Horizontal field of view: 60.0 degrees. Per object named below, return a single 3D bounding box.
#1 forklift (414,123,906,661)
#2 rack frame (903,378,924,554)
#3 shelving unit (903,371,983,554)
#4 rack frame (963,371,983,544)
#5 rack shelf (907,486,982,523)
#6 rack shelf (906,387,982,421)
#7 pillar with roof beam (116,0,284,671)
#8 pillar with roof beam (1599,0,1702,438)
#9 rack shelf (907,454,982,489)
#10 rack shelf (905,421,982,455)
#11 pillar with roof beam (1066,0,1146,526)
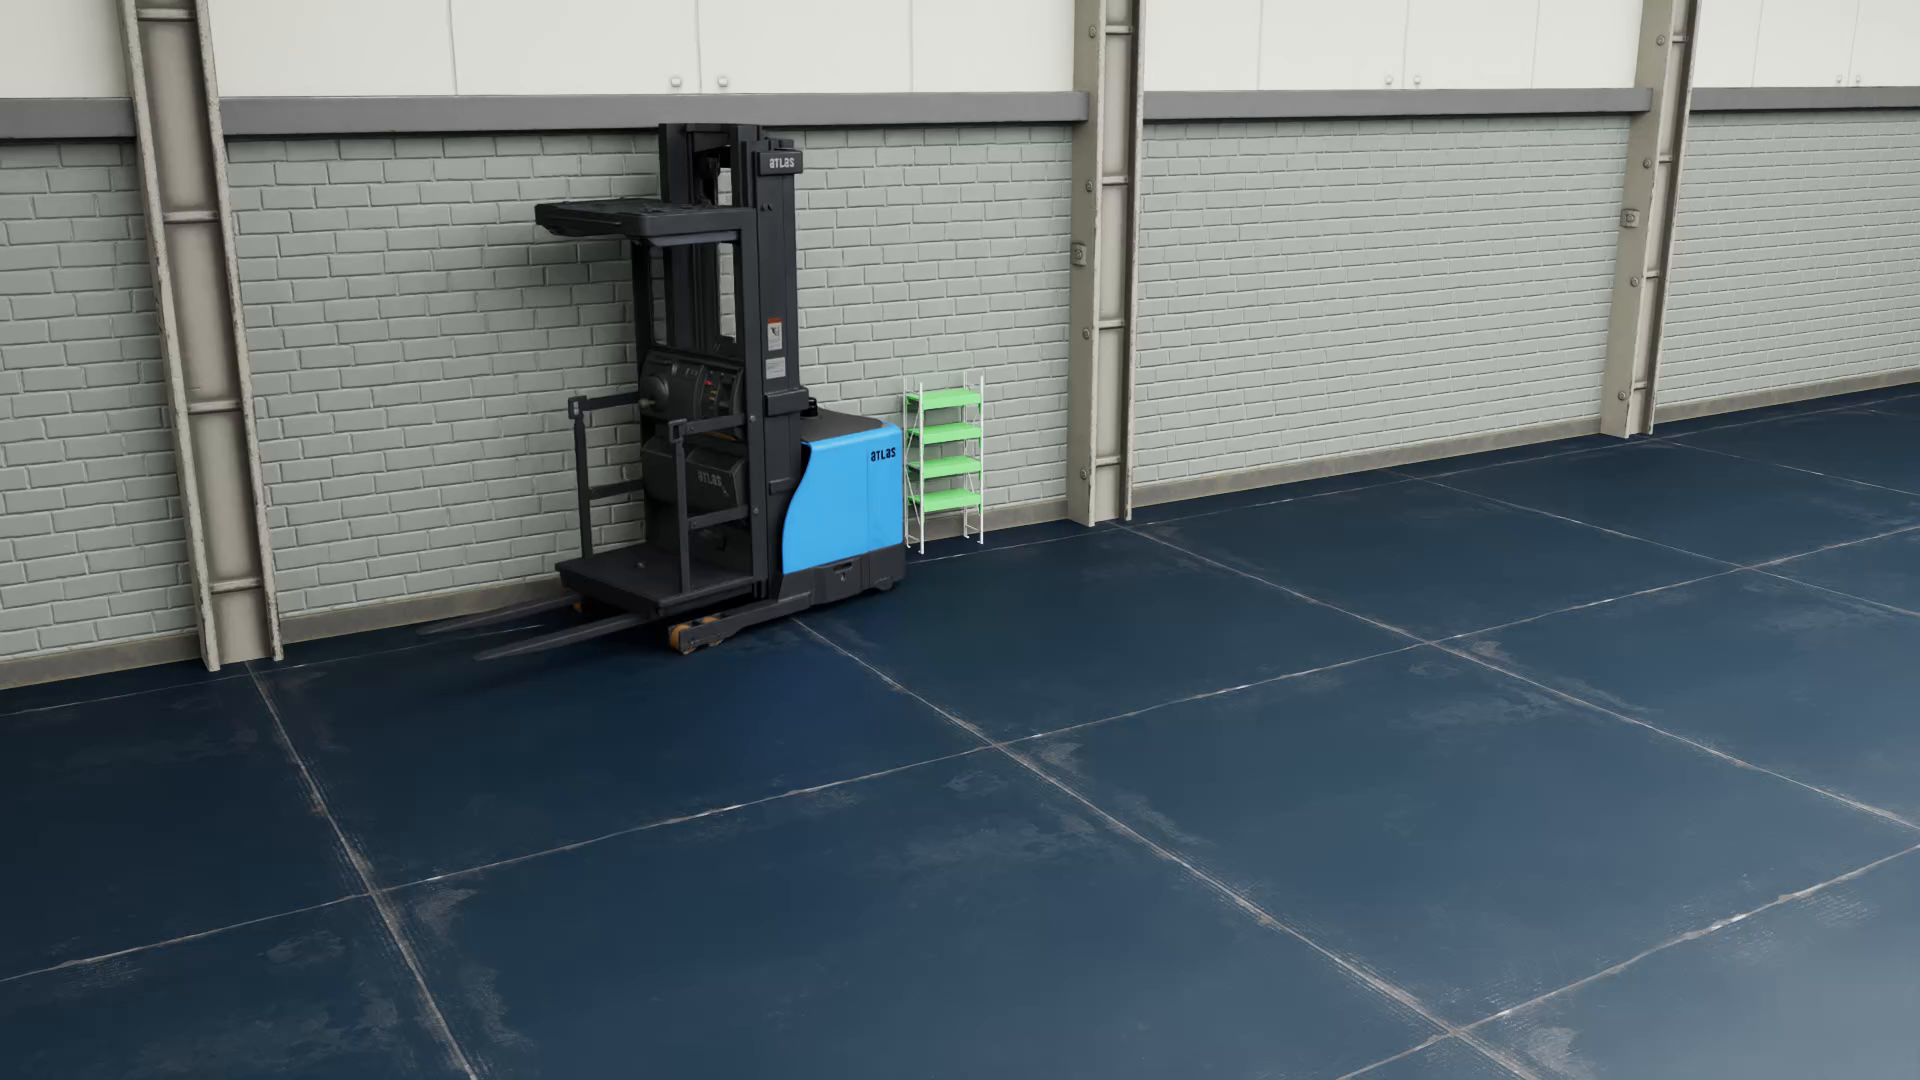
[{"bbox_3d":[-1.743,-0.913,9.737,1.130,2.935,3.031,15,21,42],"label":"forklift"},{"bbox_3d":[-0.324,-0.510,11.503,0.015,1.200,0.240,-9,18,-30],"label":"rack frame"},{"bbox_3d":[-0.116,-0.544,11.626,0.503,1.200,0.258,-9,18,-30],"label":"shelving unit"},{"bbox_3d":[0.092,-0.579,11.749,0.015,1.200,0.240,-9,18,-30],"label":"rack frame"},{"bbox_3d":[-0.115,-0.251,11.707,0.480,0.148,0.258,-9,18,-30],"label":"rack shelf"},{"bbox_3d":[-0.117,-0.945,11.515,0.480,0.148,0.258,-9,18,-30],"label":"rack shelf"},{"bbox_3d":[-1.887,-2.665,4.744,0.400,9.000,9.100,-9,18,-30],"label":"pillar with roof beam"},{"bbox_3d":[8.400,-4.333,10.695,0.400,9.000,9.100,-9,18,-30],"label":"pillar with roof beam"},{"bbox_3d":[-0.116,-0.483,11.643,0.480,0.148,0.258,-9,18,-30],"label":"rack shelf"},{"bbox_3d":[-0.116,-0.714,11.579,0.480,0.148,0.258,-9,18,-30],"label":"rack shelf"},{"bbox_3d":[3.257,-3.499,7.720,0.400,9.000,9.100,-9,18,-30],"label":"pillar with roof beam"}]
